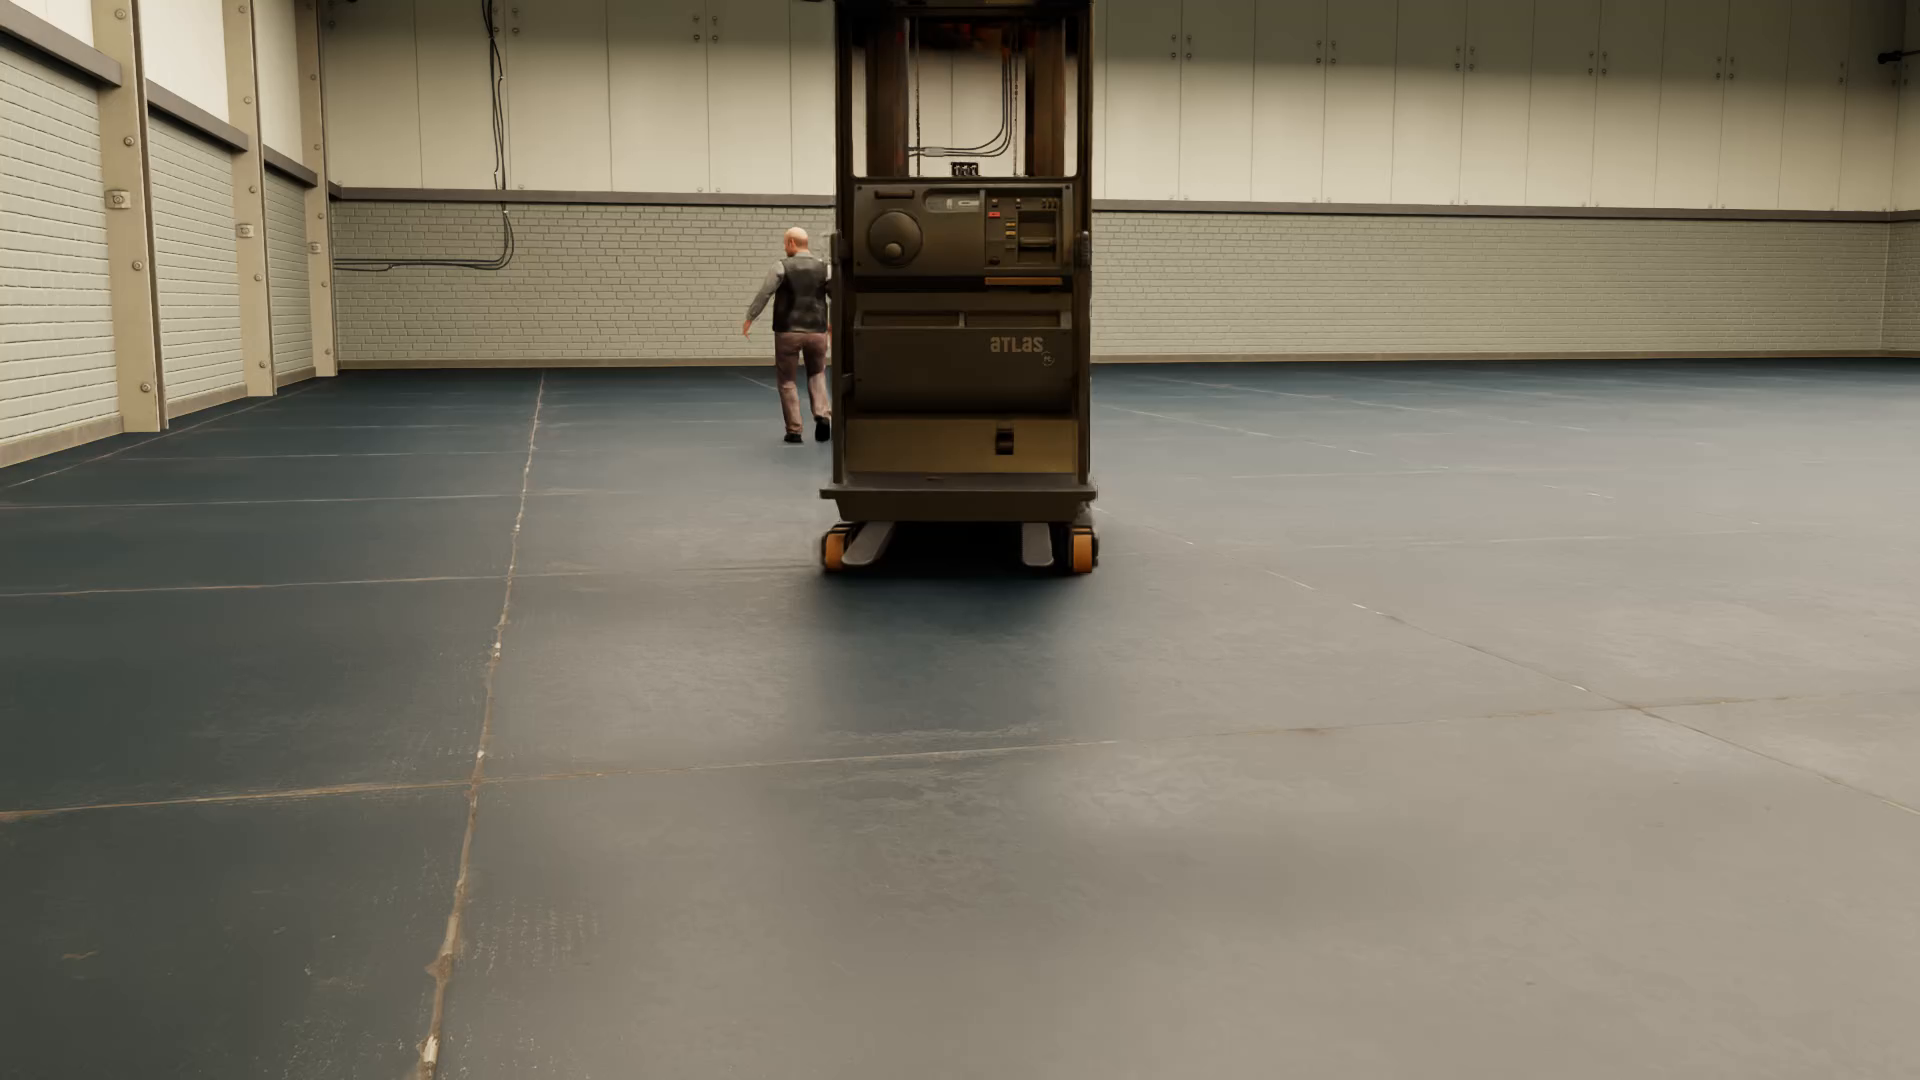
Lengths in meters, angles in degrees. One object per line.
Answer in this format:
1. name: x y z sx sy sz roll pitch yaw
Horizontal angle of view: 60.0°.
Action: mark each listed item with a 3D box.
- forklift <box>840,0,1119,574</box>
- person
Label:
1. forklift: 0.063 -1.358 6.838 1.130 2.935 3.031 0 8 -3
2. person: -1.308 -1.622 13.332 0.875 1.739 0.492 -2 8 -14
